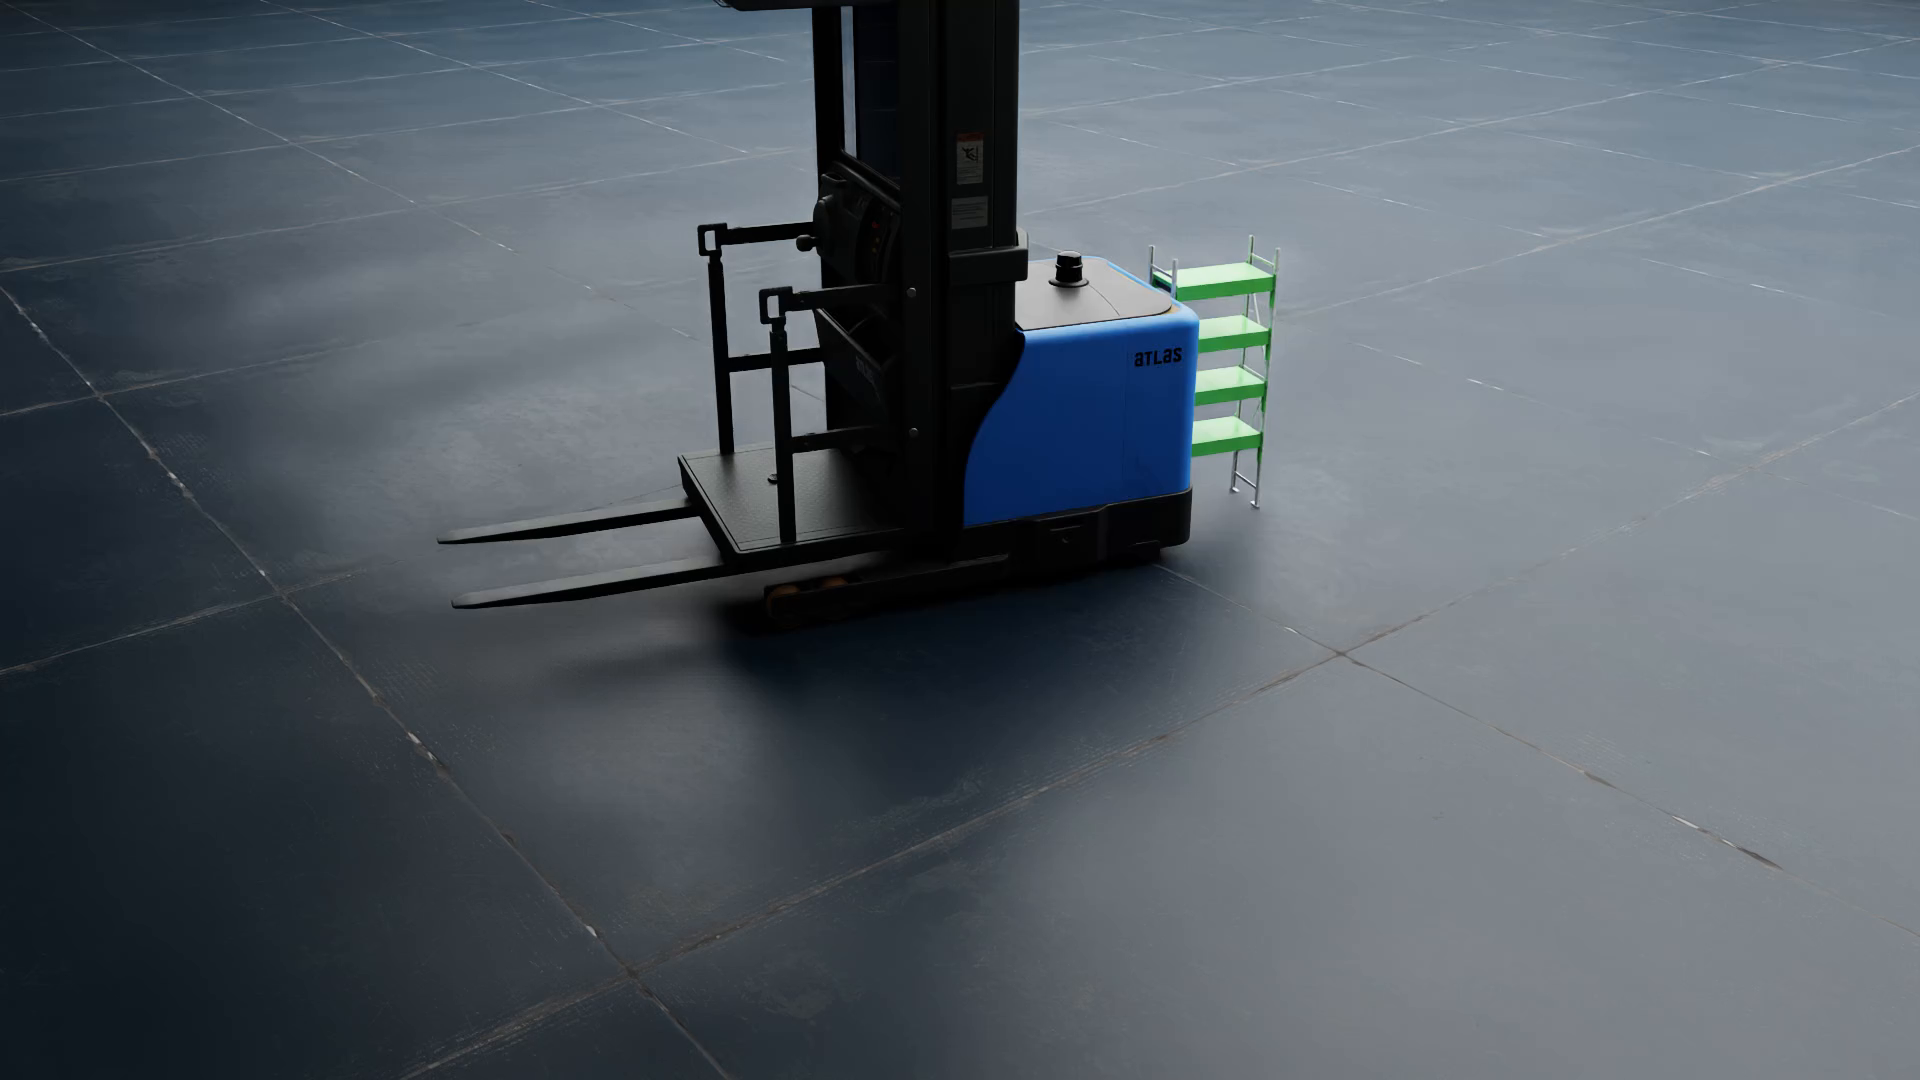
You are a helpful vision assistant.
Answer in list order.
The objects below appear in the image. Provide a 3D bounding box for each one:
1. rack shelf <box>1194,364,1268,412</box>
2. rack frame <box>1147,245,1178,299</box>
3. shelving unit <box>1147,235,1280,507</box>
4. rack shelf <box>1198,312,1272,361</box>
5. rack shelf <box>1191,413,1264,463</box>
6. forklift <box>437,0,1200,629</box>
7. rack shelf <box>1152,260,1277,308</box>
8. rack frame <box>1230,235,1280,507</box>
[{"bbox_3d":[1.086,-0.647,7.370,0.480,0.148,0.258,-9,26,-19],"label":"rack shelf"},{"bbox_3d":[0.858,-0.668,7.264,0.015,1.200,0.240,-9,26,-19],"label":"rack frame"},{"bbox_3d":[1.086,-0.705,7.343,0.503,1.200,0.258,-9,26,-19],"label":"shelving unit"},{"bbox_3d":[1.086,-0.864,7.269,0.480,0.148,0.258,-9,26,-19],"label":"rack shelf"},{"bbox_3d":[1.086,-0.429,7.471,0.480,0.148,0.258,-9,26,-19],"label":"rack shelf"},{"bbox_3d":[-0.589,-1.235,6.429,3.031,2.935,1.130,-9,26,-19],"label":"forklift"},{"bbox_3d":[1.086,-1.082,7.168,0.480,0.148,0.258,-9,26,-19],"label":"rack shelf"},{"bbox_3d":[1.314,-0.741,7.421,0.015,1.200,0.240,-9,26,-19],"label":"rack frame"}]
